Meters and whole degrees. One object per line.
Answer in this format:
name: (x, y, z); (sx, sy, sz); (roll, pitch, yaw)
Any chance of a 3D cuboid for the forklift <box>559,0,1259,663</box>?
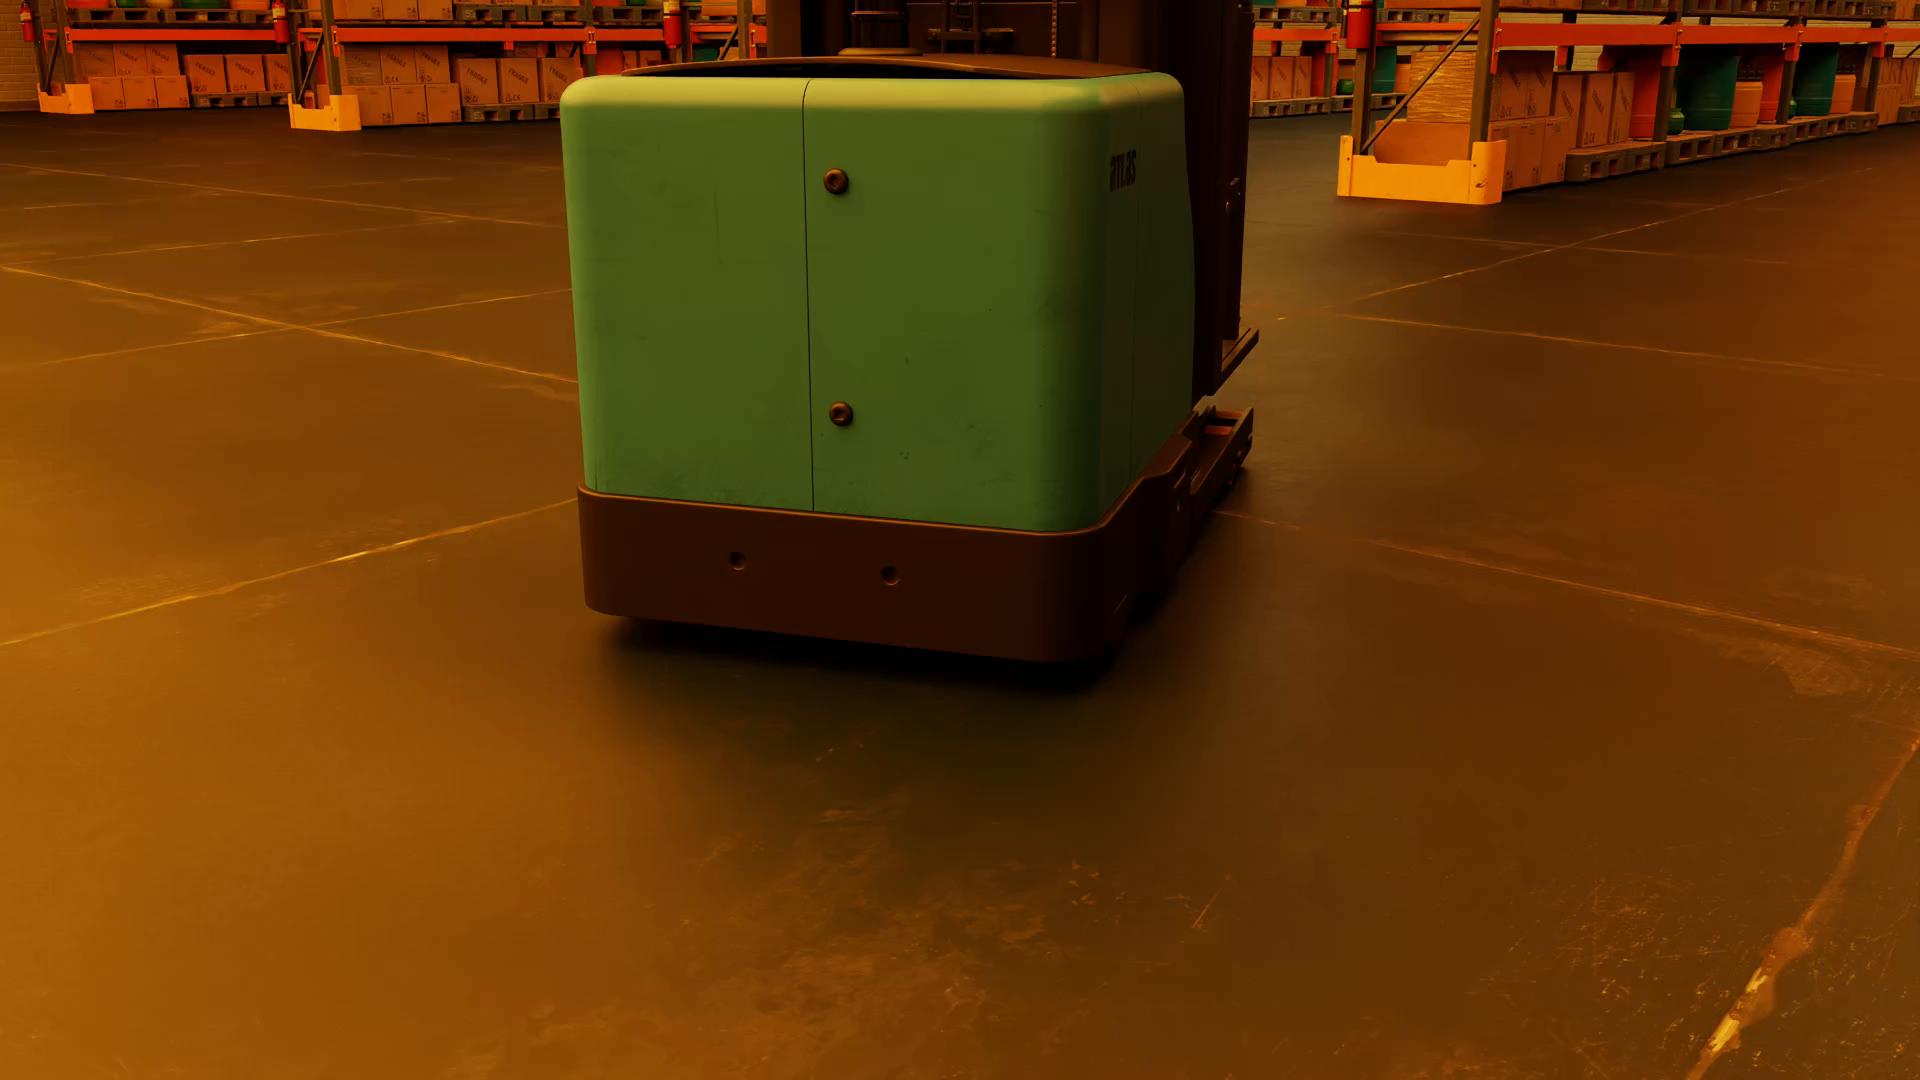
forklift: (0.182, -1.571, 4.072); (1.130, 2.935, 3.031); (5, 18, 17)
